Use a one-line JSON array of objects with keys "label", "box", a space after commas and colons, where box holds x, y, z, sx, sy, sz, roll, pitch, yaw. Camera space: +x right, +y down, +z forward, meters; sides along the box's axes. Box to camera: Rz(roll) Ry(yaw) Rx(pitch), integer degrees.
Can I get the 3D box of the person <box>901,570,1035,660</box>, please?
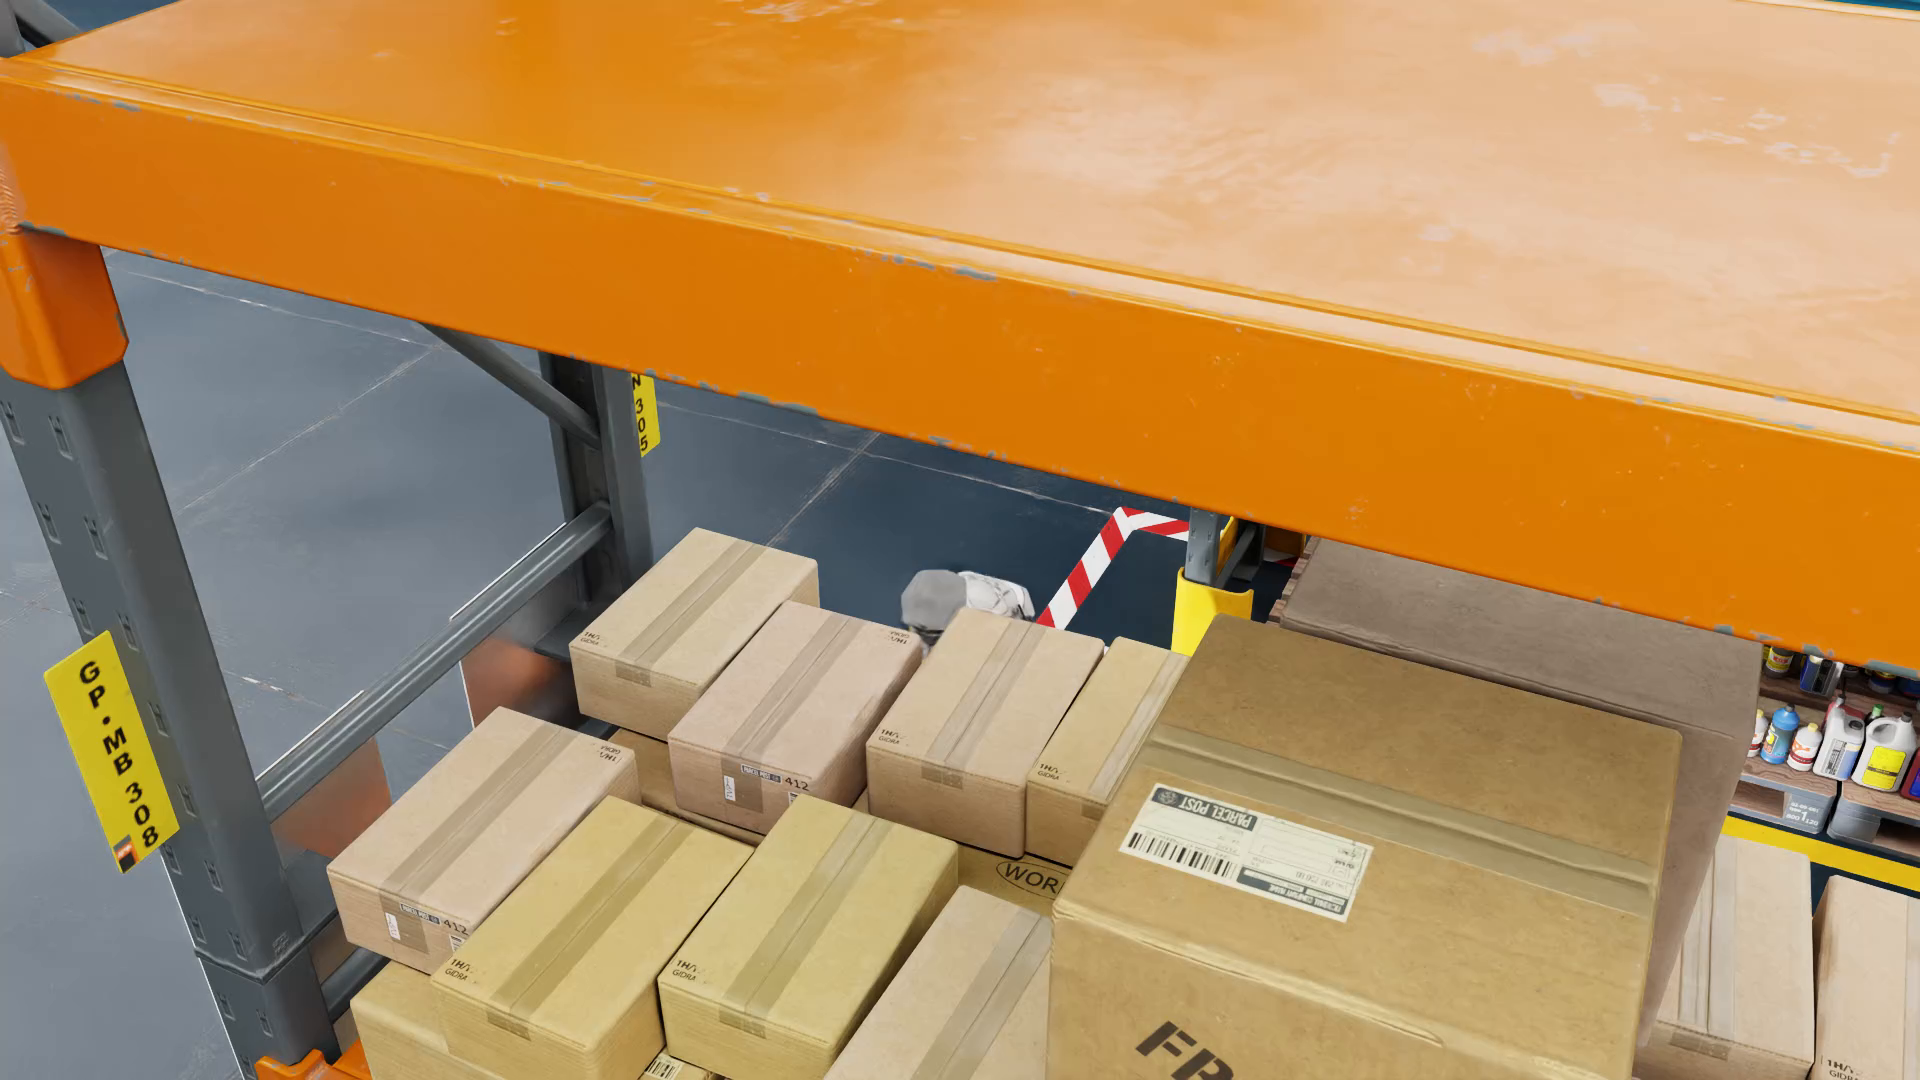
[{"label": "person", "box": [0.020, 0.588, 6.513, 0.416, 1.395, 0.826, 13, 36, 19]}]
